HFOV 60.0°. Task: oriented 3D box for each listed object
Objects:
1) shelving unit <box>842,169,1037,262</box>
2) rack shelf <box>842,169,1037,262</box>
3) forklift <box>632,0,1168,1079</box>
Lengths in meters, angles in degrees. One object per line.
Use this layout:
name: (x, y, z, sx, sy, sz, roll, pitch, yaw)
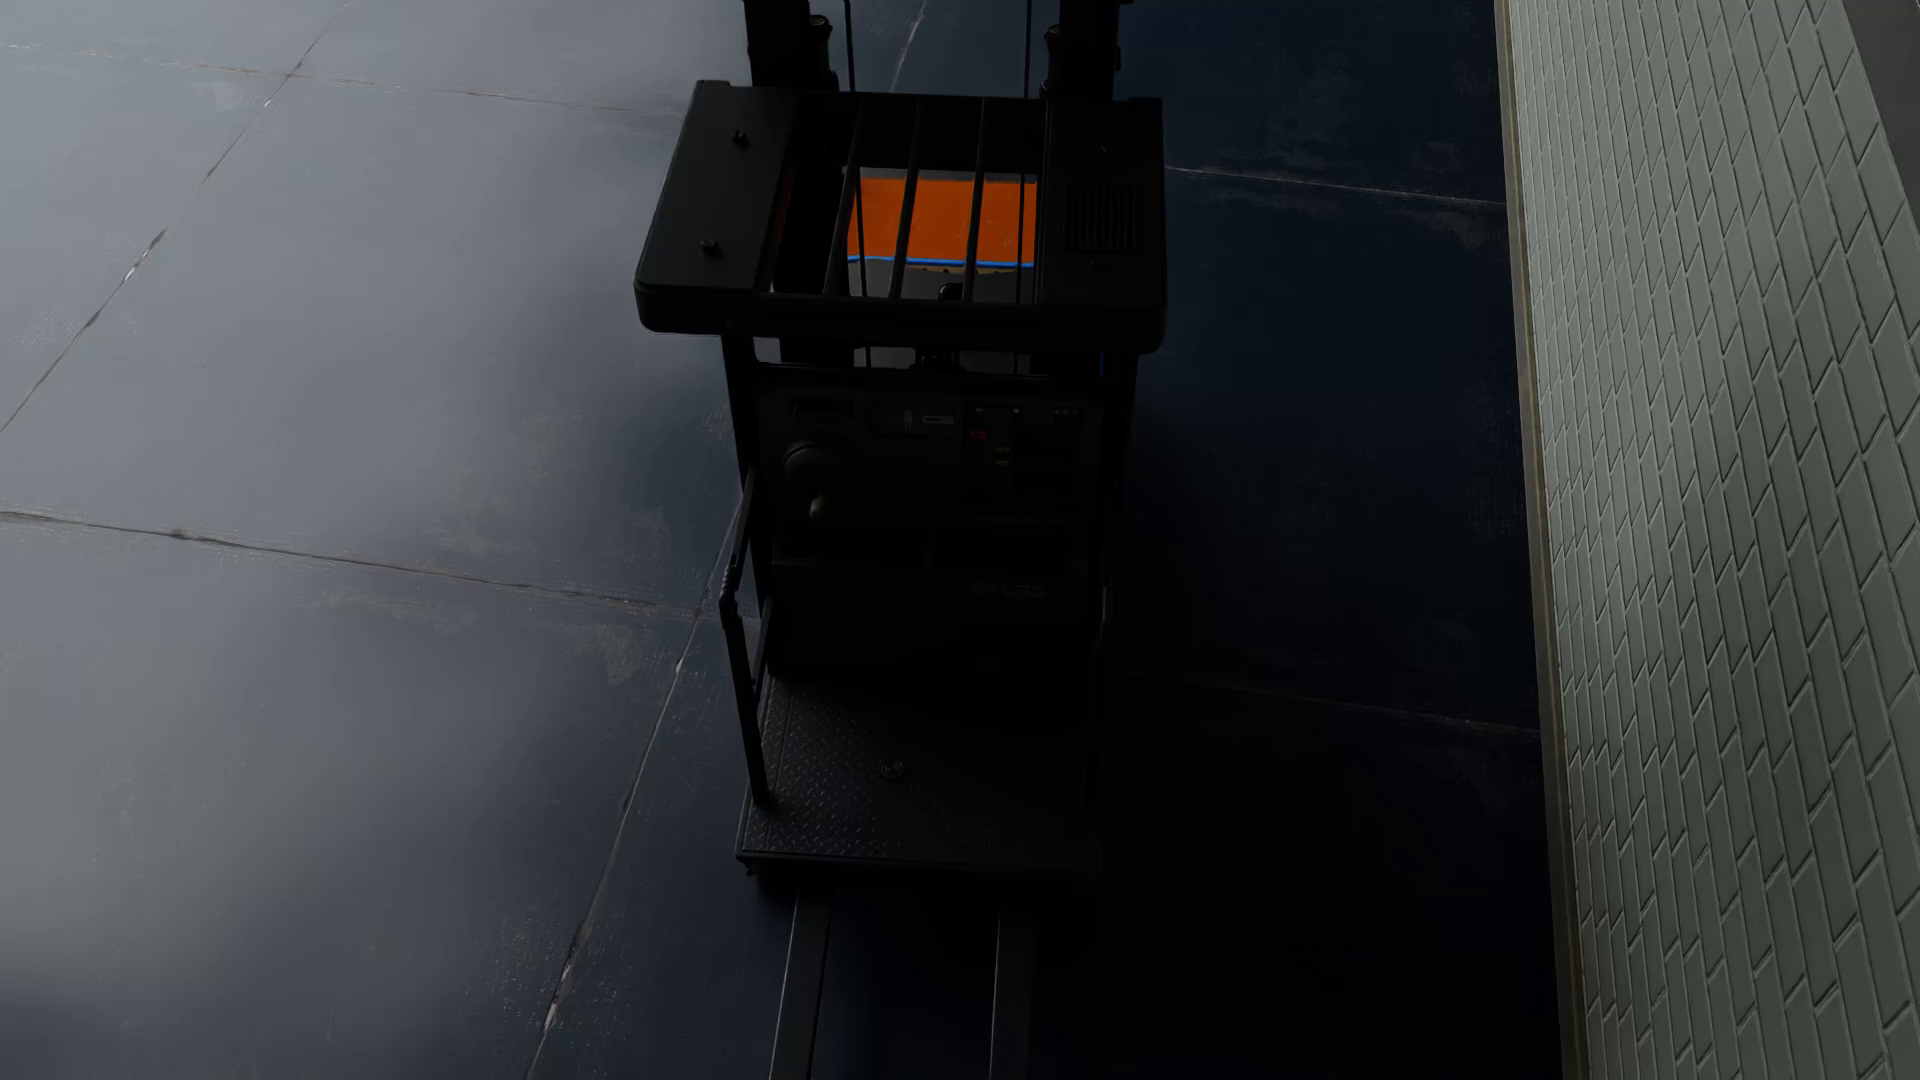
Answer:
shelving unit: (0.035, -0.870, 6.276, 1.048, 1.125, 0.538, 2, 48, 2)
rack shelf: (0.035, -1.066, 6.058, 1.000, 0.278, 0.538, 2, 48, 2)
forklift: (-0.096, -0.129, 4.396, 1.130, 2.935, 3.031, 3, 48, 3)
